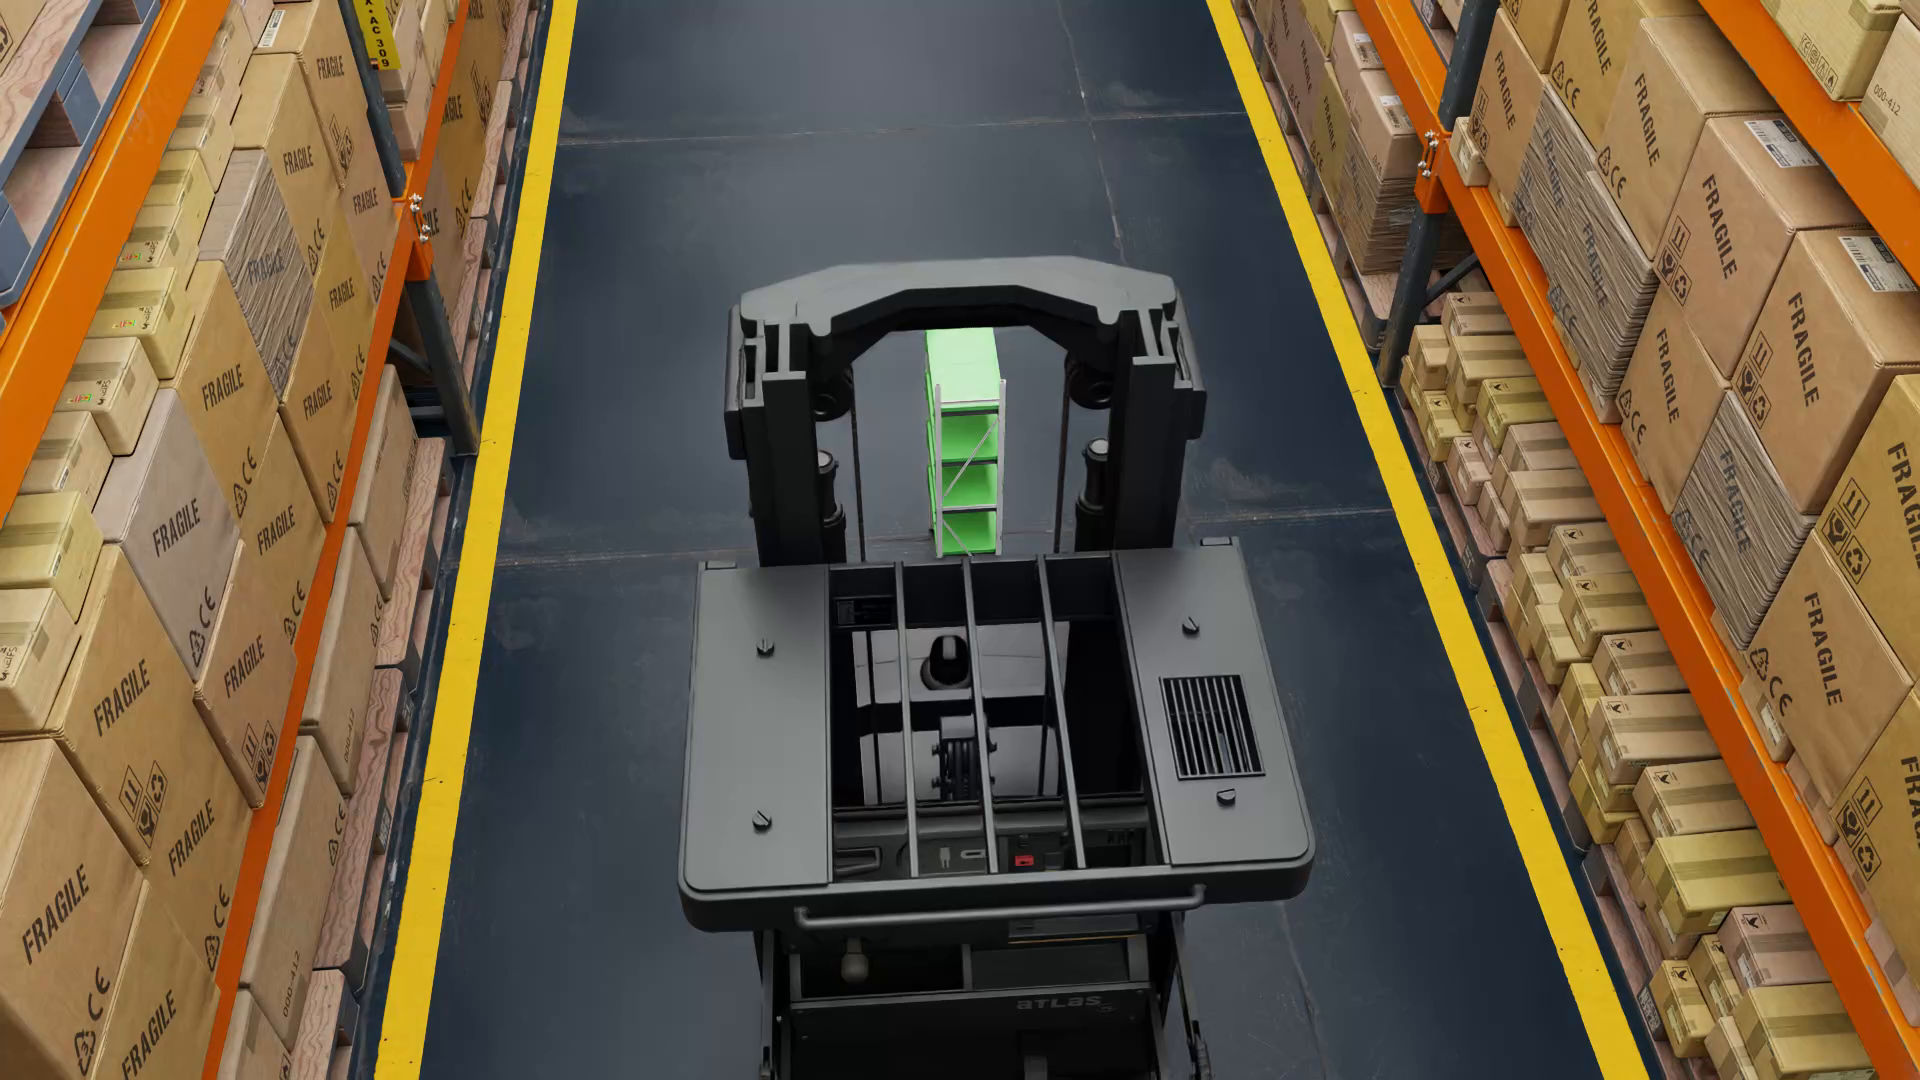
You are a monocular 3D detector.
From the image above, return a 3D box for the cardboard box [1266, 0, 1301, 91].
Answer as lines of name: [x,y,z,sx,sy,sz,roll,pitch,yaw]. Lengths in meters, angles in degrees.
cardboard box: [1.931,-2.691,8.665,0.500,0.500,0.500,-5,47,-4]

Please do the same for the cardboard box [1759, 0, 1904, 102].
cardboard box: [2.259,-1.284,3.938,0.500,0.250,0.500,-2,47,-2]

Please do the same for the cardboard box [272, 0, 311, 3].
cardboard box: [-2.213,-1.797,5.182,0.380,0.149,0.250,-4,47,-4]

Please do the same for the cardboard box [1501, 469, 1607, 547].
cardboard box: [2.209,-0.121,6.063,0.380,0.149,0.250,-3,47,-2]

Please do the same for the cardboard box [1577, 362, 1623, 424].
cardboard box: [2.224,-0.513,5.343,0.380,0.149,0.250,-2,47,-2]

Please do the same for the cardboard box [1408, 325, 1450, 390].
cardboard box: [2.079,-0.758,6.872,0.380,0.149,0.250,-2,47,-1]

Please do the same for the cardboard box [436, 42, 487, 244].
cardboard box: [-2.771,-1.910,7.667,0.875,0.875,0.875,-2,47,-2]

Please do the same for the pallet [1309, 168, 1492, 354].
pallet: [2.301,-1.378,7.910,1.003,0.211,1.213,-3,47,-3]

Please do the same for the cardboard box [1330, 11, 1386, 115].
cardboard box: [2.024,-2.213,7.695,0.500,0.250,0.500,-1,47,-1]

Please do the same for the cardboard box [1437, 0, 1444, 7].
cardboard box: [2.115,-2.295,6.741,0.380,0.149,0.250,-3,47,-3]

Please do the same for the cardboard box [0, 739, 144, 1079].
cardboard box: [-1.978,0.752,3.215,0.500,0.500,0.500,-4,47,-4]

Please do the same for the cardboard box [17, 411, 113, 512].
cardboard box: [-2.090,-0.137,3.610,0.380,0.149,0.250,-3,47,-3]

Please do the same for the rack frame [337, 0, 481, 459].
rack frame: [-2.556,-1.400,6.010,1.000,3.000,0.127,-3,47,-3]

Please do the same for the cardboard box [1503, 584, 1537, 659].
cardboard box: [2.227,0.282,6.092,0.380,0.149,0.250,-5,47,-4]

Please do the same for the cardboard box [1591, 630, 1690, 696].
cardboard box: [2.346,0.440,5.532,0.380,0.149,0.250,-5,47,-5]

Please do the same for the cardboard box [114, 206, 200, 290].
cardboard box: [-2.134,-0.692,4.135,0.380,0.149,0.250,-3,47,-3]

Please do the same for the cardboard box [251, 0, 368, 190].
cardboard box: [-2.241,-1.453,5.303,0.500,0.500,0.500,-4,47,-4]

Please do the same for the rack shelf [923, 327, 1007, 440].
rack shelf: [0.014,-0.579,5.899,0.258,0.148,0.480,-3,47,-3]

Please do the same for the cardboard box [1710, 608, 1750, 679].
cardboard box: [2.337,0.250,4.621,0.380,0.149,0.250,-5,47,-5]

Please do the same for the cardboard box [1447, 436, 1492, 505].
cardboard box: [2.173,-0.286,6.629,0.380,0.149,0.250,-4,47,-3]

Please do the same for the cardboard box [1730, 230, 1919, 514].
cardboard box: [2.322,-0.418,4.118,0.500,0.500,0.500,-1,47,-1]

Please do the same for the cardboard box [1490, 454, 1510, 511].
cardboard box: [2.266,-0.211,6.353,0.380,0.149,0.250,-6,47,-5]

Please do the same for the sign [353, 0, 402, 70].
sign: [-2.003,-1.759,5.700,0.100,0.325,0.005,-3,47,-3]

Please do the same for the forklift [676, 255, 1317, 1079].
forklift: [0.040,0.944,3.837,1.130,2.935,3.031,-3,47,-3]

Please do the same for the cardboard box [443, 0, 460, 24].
cardboard box: [-2.402,-2.429,7.087,0.500,0.250,0.500,-4,47,-4]

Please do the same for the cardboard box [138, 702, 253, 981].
cardboard box: [-2.046,0.731,3.923,0.500,0.500,0.500,-4,47,-4]

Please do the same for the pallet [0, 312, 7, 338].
pallet: [-2.294,-0.043,2.720,1.003,0.211,1.213,-3,47,-3]

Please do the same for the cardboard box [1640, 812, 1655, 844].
cardboard box: [2.409,0.913,5.289,0.380,0.149,0.250,-4,47,-4]

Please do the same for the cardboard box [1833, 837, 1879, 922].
cardboard box: [2.411,0.806,4.094,0.380,0.149,0.250,-4,47,-3]

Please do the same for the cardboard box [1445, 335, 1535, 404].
cardboard box: [2.154,-0.678,6.590,0.380,0.149,0.250,-1,47,-1]

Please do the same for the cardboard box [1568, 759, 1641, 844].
cardboard box: [2.275,0.853,5.550,0.380,0.149,0.250,-5,47,-5]

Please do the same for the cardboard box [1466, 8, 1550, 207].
cardboard box: [2.158,-1.537,5.866,0.500,0.500,0.500,-4,47,-4]

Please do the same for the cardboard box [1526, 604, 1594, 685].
cardboard box: [2.219,0.356,5.817,0.380,0.149,0.250,-3,47,-3]

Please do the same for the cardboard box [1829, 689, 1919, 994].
cardboard box: [2.409,0.674,3.772,0.500,0.500,0.500,-3,47,-2]

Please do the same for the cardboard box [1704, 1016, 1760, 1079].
cardboard box: [2.374,1.489,4.743,0.380,0.149,0.250,-5,47,-4]

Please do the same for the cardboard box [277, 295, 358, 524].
cardboard box: [-2.157,-0.379,4.974,0.500,0.500,0.500,-4,47,-4]

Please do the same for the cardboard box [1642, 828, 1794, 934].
cardboard box: [2.294,1.019,4.983,0.380,0.149,0.250,-4,47,-4]

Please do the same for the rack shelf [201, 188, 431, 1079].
rack shelf: [-2.389,0.295,4.900,1.077,0.370,4.000,-3,47,-3]

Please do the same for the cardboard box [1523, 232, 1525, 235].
cardboard box: [2.236,-1.090,5.890,0.380,0.149,0.250,-5,47,-5]

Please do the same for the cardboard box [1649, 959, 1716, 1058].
cardboard box: [2.329,1.408,5.025,0.380,0.149,0.250,-2,47,-2]

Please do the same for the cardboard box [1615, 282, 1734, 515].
cardboard box: [2.287,-0.426,4.814,0.500,0.500,0.500,-1,47,-1]

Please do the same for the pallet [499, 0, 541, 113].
pallet: [-2.900,-2.760,9.218,1.003,0.211,1.213,-3,47,-3]

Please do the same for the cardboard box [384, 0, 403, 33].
cardboard box: [-2.307,-2.114,5.928,0.500,0.500,0.500,-3,47,-3]

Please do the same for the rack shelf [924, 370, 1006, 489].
rack shelf: [0.014,-0.414,6.073,0.258,0.148,0.480,-3,47,-3]

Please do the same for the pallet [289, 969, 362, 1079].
pallet: [-2.366,1.879,4.825,1.003,0.211,1.213,-3,47,-3]

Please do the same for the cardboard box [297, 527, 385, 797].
cardboard box: [-2.535,0.445,5.738,0.875,0.438,0.875,-5,47,-4]

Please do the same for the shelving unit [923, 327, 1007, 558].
shelving unit: [0.014,-0.293,6.201,0.258,1.200,0.503,-3,47,-3]

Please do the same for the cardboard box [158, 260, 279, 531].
cardboard box: [-2.121,-0.355,4.262,0.500,0.500,0.500,-3,47,-3]

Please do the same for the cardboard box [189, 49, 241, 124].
cardboard box: [-2.249,-1.237,4.651,0.380,0.149,0.250,-4,47,-4]

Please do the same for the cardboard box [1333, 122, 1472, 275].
cardboard box: [2.055,-1.579,7.612,0.500,0.500,0.500,-4,47,-4]

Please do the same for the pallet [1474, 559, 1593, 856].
pallet: [2.565,0.554,6.080,1.003,0.211,1.213,-3,47,-3]

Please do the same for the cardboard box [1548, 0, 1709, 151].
cardboard box: [2.222,-1.539,5.179,0.500,0.500,0.500,-5,47,-4]
